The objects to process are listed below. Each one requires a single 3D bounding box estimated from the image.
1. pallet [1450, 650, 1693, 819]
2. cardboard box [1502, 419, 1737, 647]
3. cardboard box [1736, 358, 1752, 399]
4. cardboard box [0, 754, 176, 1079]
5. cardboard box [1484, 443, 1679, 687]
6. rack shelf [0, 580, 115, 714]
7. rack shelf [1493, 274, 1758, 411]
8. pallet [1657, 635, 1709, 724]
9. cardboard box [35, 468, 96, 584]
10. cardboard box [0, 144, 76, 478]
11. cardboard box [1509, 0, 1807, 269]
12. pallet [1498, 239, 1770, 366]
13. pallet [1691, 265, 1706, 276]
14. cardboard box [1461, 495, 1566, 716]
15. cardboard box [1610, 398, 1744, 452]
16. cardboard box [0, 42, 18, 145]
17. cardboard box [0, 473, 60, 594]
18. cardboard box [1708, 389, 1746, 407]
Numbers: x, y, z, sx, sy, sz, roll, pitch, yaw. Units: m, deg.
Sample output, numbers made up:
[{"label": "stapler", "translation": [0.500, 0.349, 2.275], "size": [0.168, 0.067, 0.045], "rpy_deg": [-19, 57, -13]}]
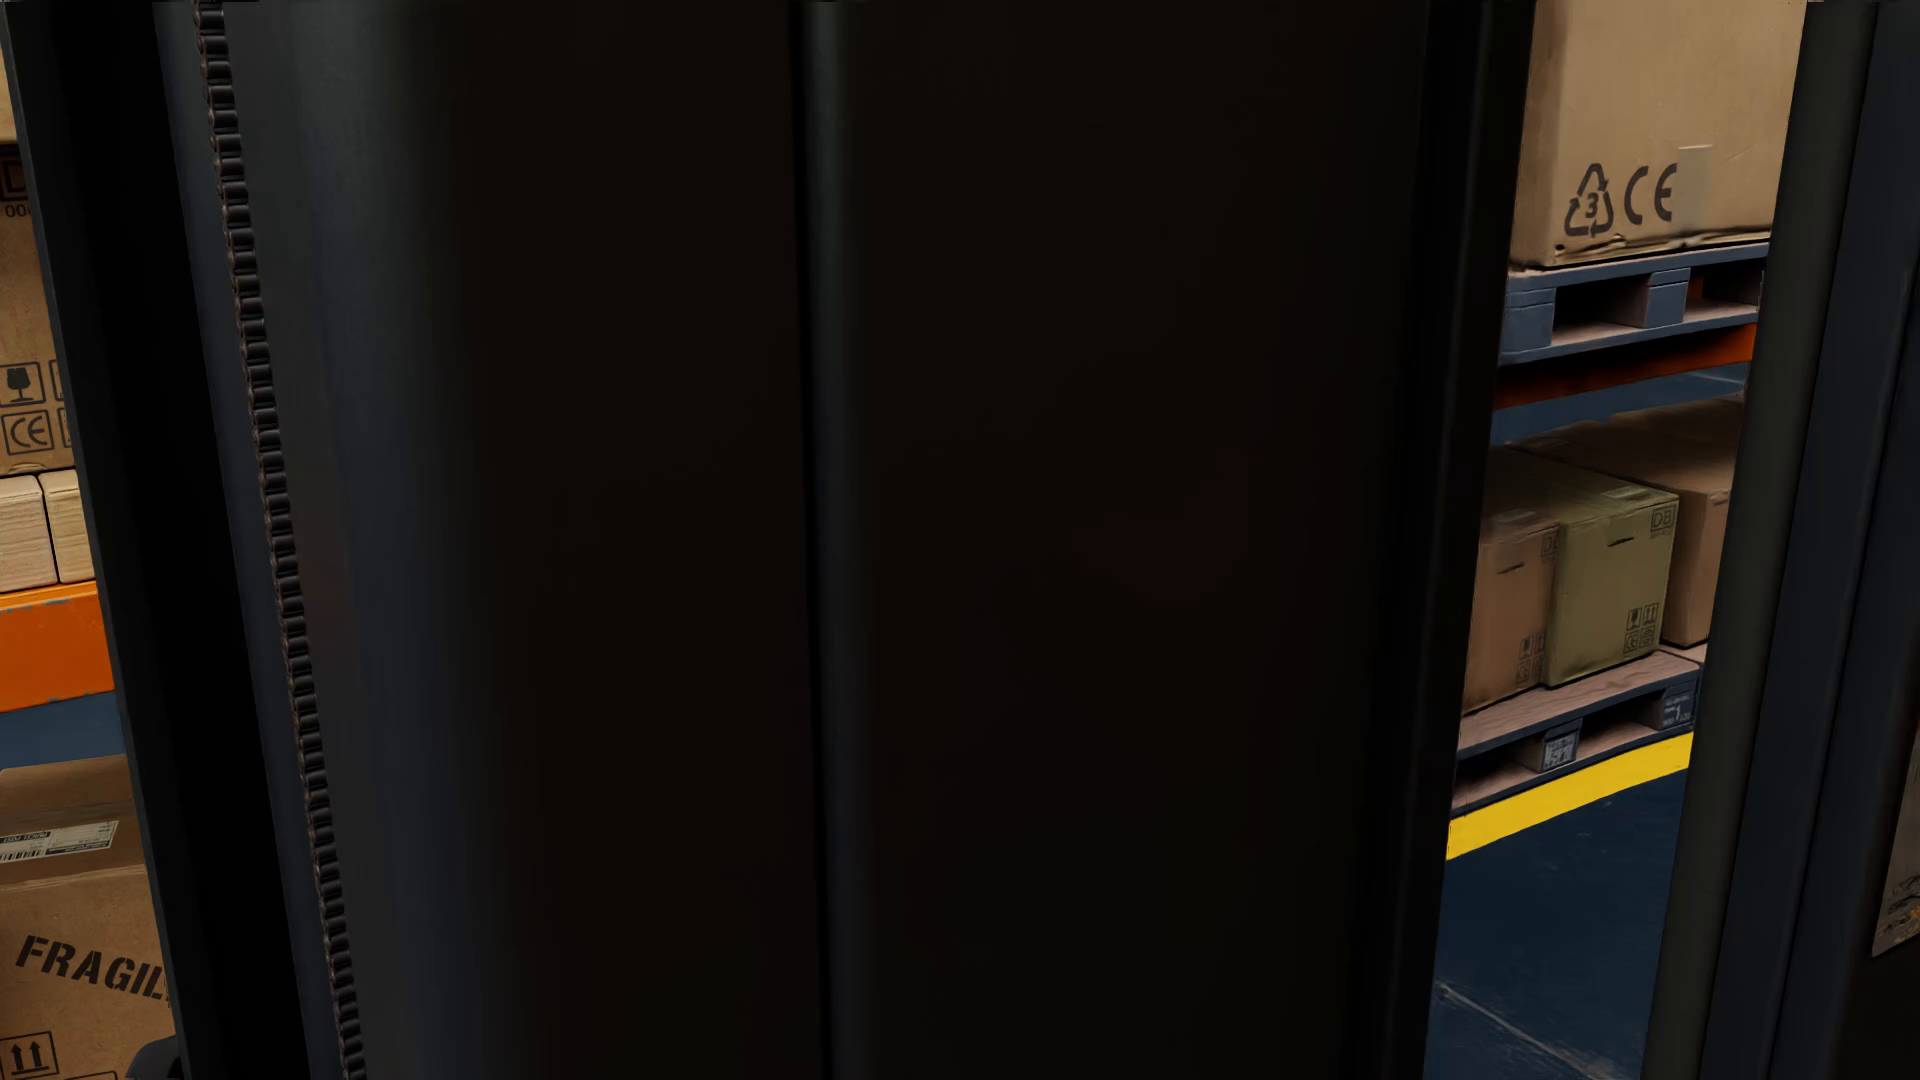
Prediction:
[{"label": "pallet", "translation": [1.435, 0.443, 5.104], "size": [1.213, 0.211, 1.003], "rpy_deg": [-12, 22, -31]}, {"label": "cardboard box", "translation": [2.186, -0.044, 5.409], "size": [0.500, 0.500, 0.700], "rpy_deg": [-14, 23, -36]}, {"label": "cardboard box", "translation": [3.146, -0.602, 5.887], "size": [0.500, 0.250, 0.500], "rpy_deg": [-9, 21, -25]}, {"label": "cardboard box", "translation": [-1.544, 0.730, 3.150], "size": [0.500, 0.500, 0.500], "rpy_deg": [-6, 20, -17]}, {"label": "cardboard box", "translation": [1.719, 0.054, 5.117], "size": [0.500, 0.500, 0.700], "rpy_deg": [-12, 22, -32]}, {"label": "rack shelf", "translation": [-0.885, -0.047, 3.324], "size": [4.000, 0.370, 1.077], "rpy_deg": [-12, 22, -31]}, {"label": "rack shelf", "translation": [2.456, -0.752, 5.408], "size": [4.000, 0.370, 1.077], "rpy_deg": [-12, 22, -31]}, {"label": "pallet", "translation": [2.455, 0.227, 5.743], "size": [1.213, 0.211, 1.003], "rpy_deg": [-12, 22, -31]}, {"label": "cardboard box", "translation": [-1.340, -0.074, 2.671], "size": [0.250, 0.149, 0.380], "rpy_deg": [-12, 22, -31]}, {"label": "cardboard box", "translation": [-1.729, -0.434, 2.723], "size": [0.500, 0.500, 0.875], "rpy_deg": [-12, 22, -31]}, {"label": "cardboard box", "translation": [1.526, -1.326, 4.390], "size": [1.000, 1.000, 1.000], "rpy_deg": [-12, 22, -31]}, {"label": "pallet", "translation": [1.504, -0.745, 4.564], "size": [1.213, 0.211, 1.003], "rpy_deg": [-12, 22, -31]}, {"label": "pallet", "translation": [2.495, -0.994, 5.301], "size": [1.213, 0.211, 1.003], "rpy_deg": [-12, 22, -31]}, {"label": "cardboard box", "translation": [1.310, 0.133, 4.883], "size": [0.500, 0.500, 0.700], "rpy_deg": [-14, 23, -36]}, {"label": "cardboard box", "translation": [2.652, -0.143, 5.699], "size": [0.500, 0.500, 0.700], "rpy_deg": [-10, 21, -27]}, {"label": "cardboard box", "translation": [-1.524, -0.808, 2.268], "size": [0.500, 0.500, 0.500], "rpy_deg": [-12, 22, -31]}, {"label": "cardboard box", "translation": [-1.552, -0.031, 2.547], "size": [0.250, 0.149, 0.380], "rpy_deg": [-12, 22, -31]}, {"label": "cardboard box", "translation": [3.121, -0.244, 6.000], "size": [0.500, 0.500, 0.700], "rpy_deg": [-14, 23, -36]}]
